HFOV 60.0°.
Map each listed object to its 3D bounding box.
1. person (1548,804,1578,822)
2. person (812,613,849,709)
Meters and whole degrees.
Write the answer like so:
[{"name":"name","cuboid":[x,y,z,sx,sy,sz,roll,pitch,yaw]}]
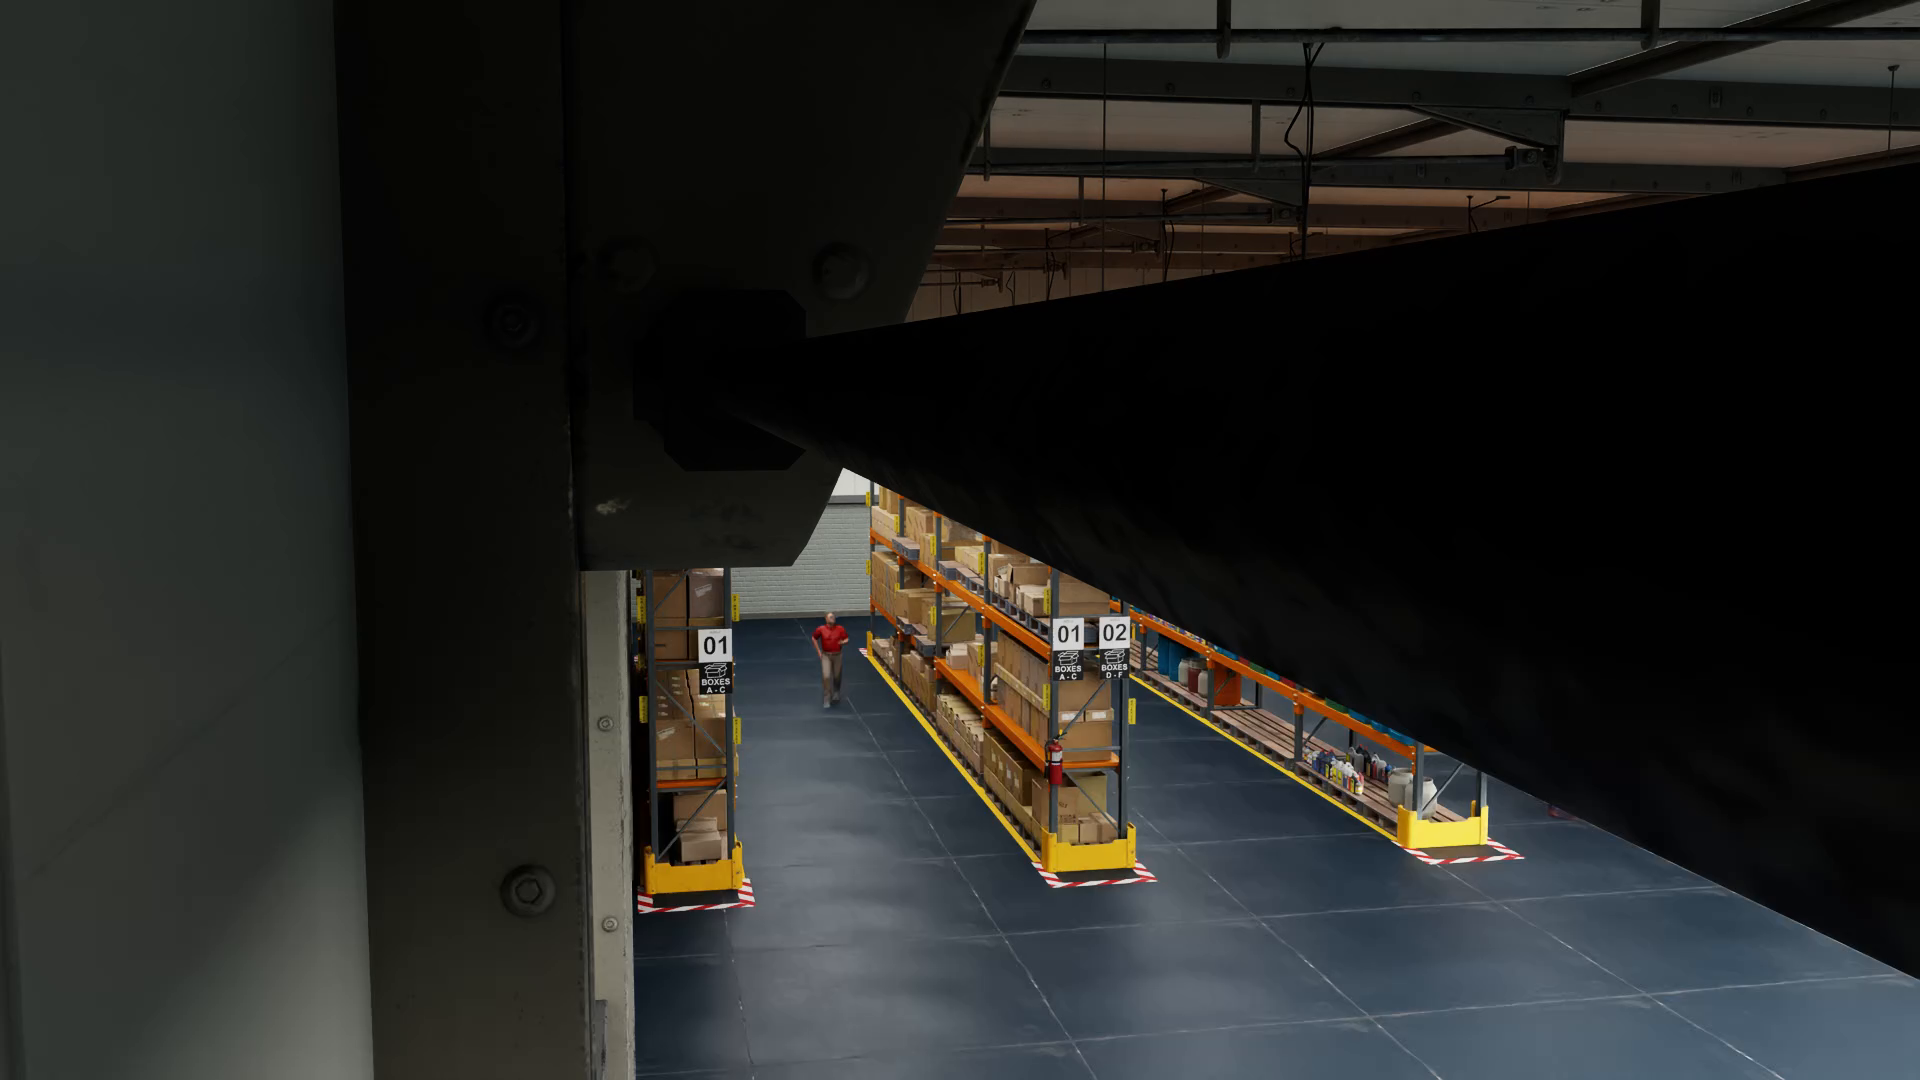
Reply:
[{"name":"person","cuboid":[8.463,3.073,23.431,0.633,1.662,0.435,5,8,39]},{"name":"person","cuboid":[-2.416,2.242,31.148,0.699,1.772,0.825,-1,6,-6]}]
